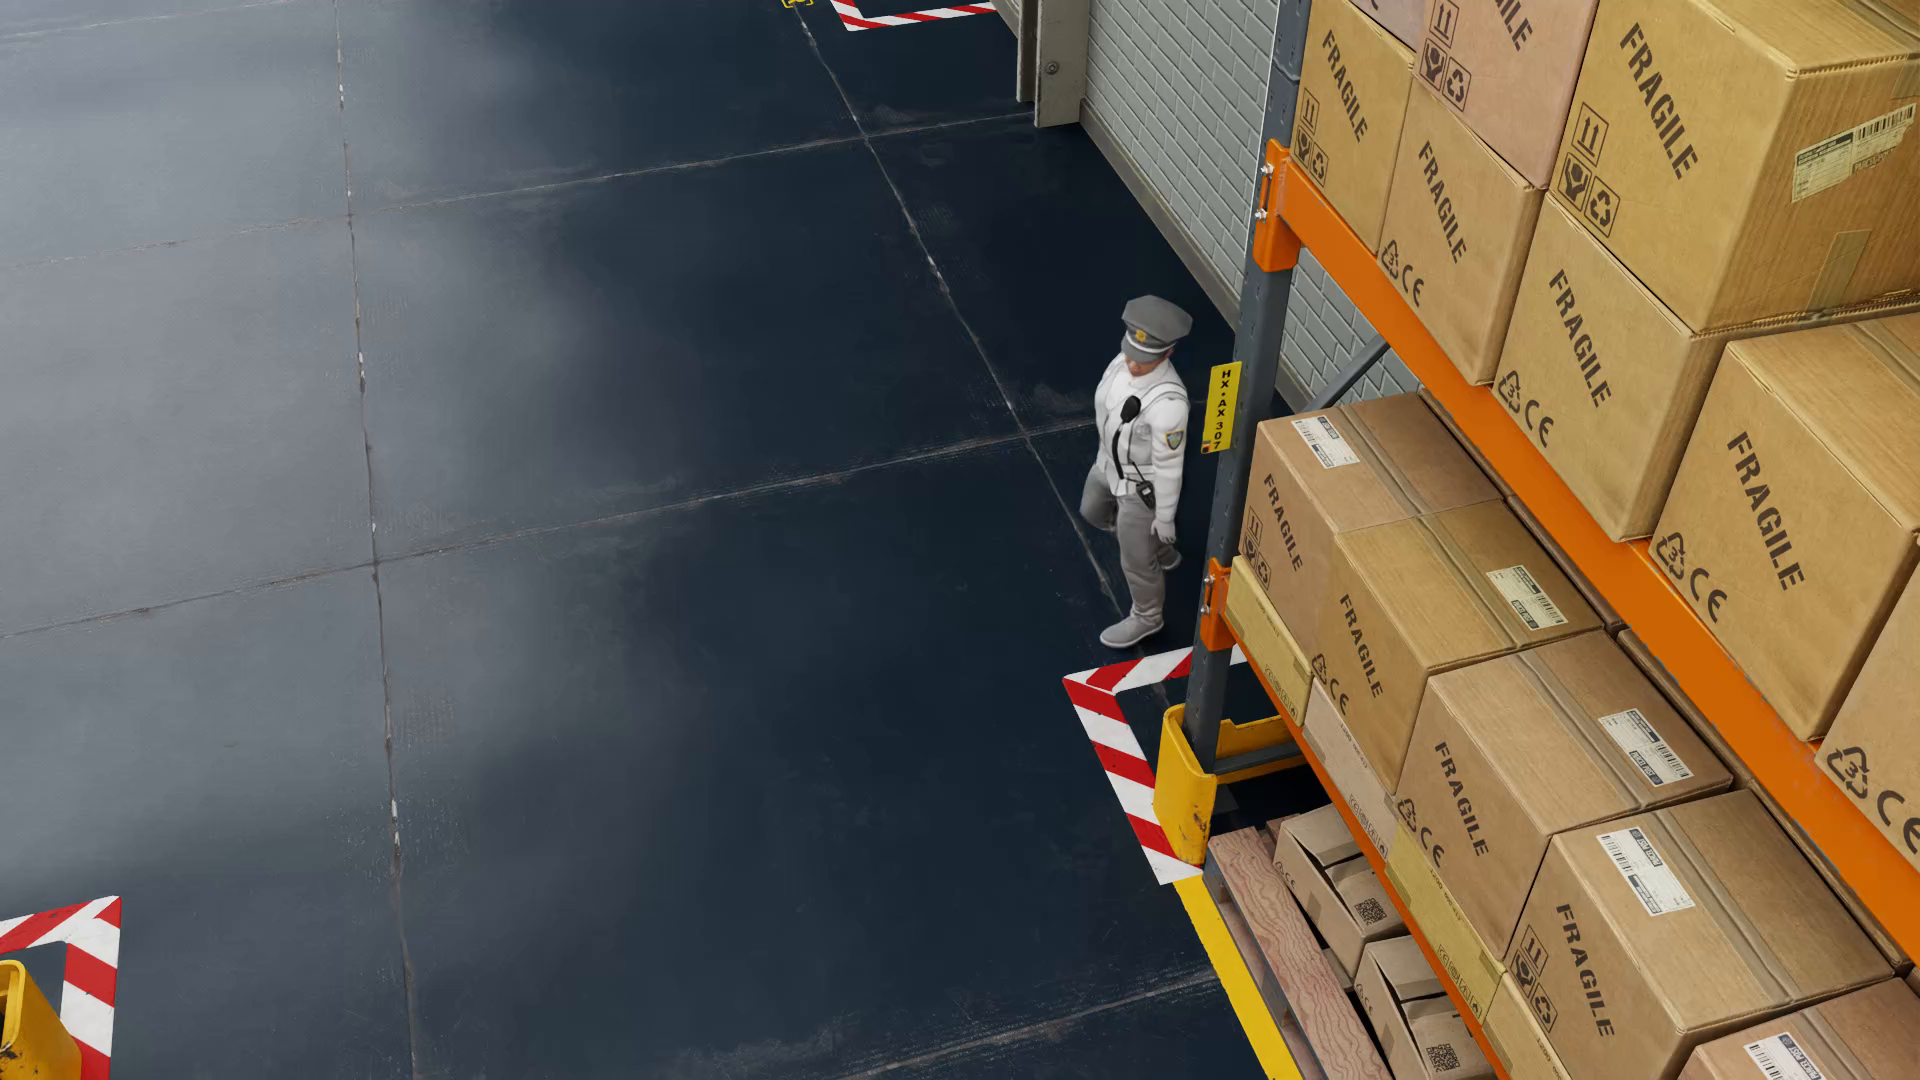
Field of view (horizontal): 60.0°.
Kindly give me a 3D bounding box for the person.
[{"bbox_3d":[0.660,-0.250,6.413,0.452,1.657,0.625,-15,44,-15],"label":"person"}]
